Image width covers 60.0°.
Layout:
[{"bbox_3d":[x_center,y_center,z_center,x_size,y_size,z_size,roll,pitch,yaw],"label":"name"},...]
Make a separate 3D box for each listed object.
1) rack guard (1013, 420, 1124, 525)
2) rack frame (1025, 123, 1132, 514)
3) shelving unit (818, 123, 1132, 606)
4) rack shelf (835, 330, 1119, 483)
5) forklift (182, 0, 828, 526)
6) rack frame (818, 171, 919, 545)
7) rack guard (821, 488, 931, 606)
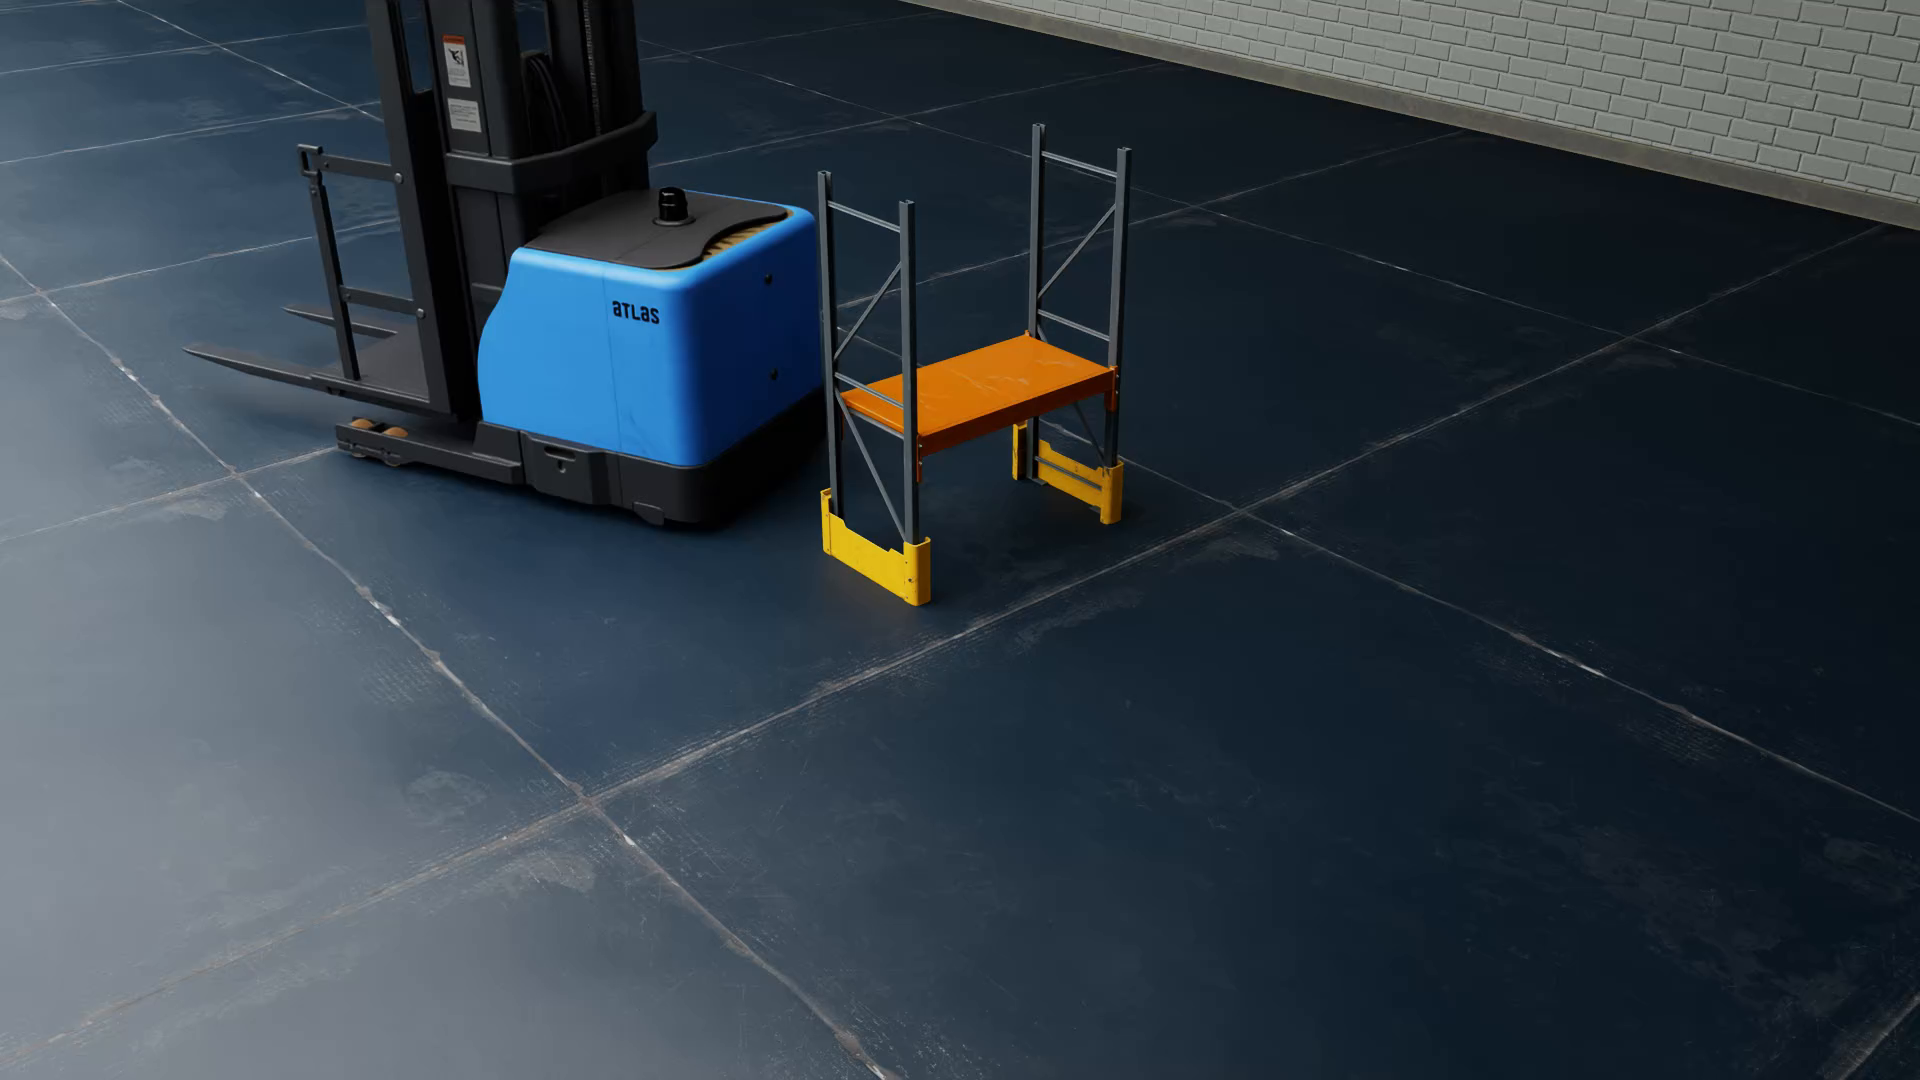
[{"bbox_3d":[0.437,-0.286,6.840,0.087,0.250,0.587,-22,35,-35],"label":"rack guard"},{"bbox_3d":[0.452,-0.843,6.556,0.032,1.500,0.500,-22,35,-35],"label":"rack frame"},{"bbox_3d":[0.058,-0.685,6.260,1.083,1.500,0.587,-22,35,-35],"label":"shelving unit"},{"bbox_3d":[0.065,-0.529,6.350,1.000,0.185,0.538,-22,35,-35],"label":"rack shelf"},{"bbox_3d":[-2.134,-1.816,6.859,3.031,2.935,1.130,13,31,23],"label":"forklift"},{"bbox_3d":[-0.322,-0.532,5.974,0.032,1.500,0.500,-22,35,-35],"label":"rack frame"},{"bbox_3d":[-0.321,0.019,6.269,0.087,0.250,0.587,-22,35,-35],"label":"rack guard"}]
